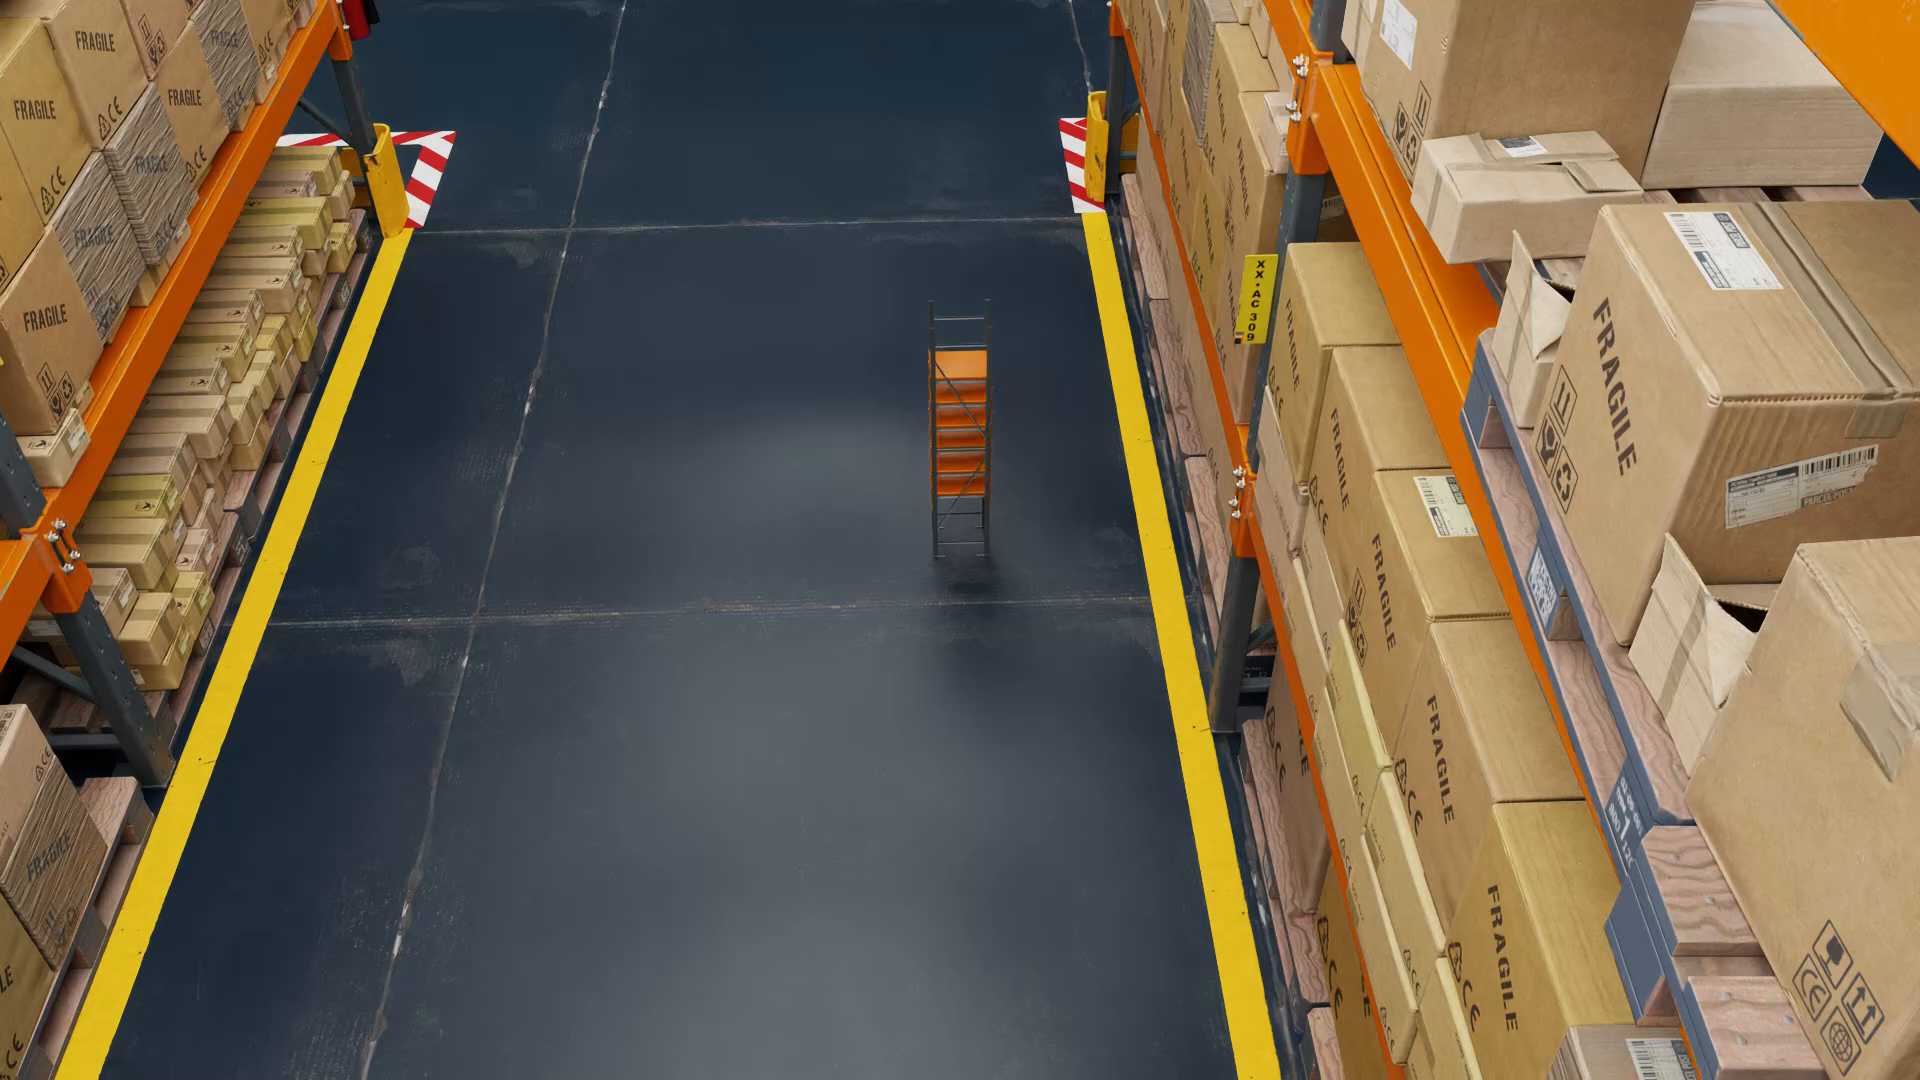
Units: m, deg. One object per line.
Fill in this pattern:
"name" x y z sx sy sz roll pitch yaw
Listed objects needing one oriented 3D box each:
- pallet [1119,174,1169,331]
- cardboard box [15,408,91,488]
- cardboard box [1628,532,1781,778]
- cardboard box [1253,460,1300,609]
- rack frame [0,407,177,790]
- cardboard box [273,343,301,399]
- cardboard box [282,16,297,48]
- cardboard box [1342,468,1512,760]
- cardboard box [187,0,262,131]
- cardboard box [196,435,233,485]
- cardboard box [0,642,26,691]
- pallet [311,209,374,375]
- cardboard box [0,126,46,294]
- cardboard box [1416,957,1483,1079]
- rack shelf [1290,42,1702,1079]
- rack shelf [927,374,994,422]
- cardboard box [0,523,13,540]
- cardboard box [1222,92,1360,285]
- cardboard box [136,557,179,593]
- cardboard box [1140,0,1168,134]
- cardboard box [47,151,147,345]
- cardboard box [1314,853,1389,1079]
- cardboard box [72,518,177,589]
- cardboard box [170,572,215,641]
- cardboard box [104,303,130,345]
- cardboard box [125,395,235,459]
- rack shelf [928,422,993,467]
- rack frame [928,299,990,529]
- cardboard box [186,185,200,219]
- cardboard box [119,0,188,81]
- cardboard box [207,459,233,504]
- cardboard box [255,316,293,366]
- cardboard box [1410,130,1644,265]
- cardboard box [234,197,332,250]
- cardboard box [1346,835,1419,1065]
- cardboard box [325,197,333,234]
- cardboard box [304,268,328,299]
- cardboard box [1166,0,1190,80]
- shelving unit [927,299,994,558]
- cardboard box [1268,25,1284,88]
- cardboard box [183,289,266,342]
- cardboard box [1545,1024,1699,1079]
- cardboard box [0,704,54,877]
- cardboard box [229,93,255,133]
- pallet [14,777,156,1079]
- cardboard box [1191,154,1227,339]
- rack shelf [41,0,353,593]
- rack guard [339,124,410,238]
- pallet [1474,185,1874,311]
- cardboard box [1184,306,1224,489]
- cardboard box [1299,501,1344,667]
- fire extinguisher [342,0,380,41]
"pallet" 1.411 -1.544 8.779 1.003 0.211 1.213 -2 43 -2
"cardboard box" -3.158 -0.307 5.551 0.380 0.149 0.250 0 43 0
"cardboard box" 1.230 0.160 2.424 0.396 0.266 0.258 -3 43 -3
"cardboard box" 1.223 -0.050 5.195 0.500 0.250 0.500 -3 43 -3
"rack frame" -3.473 -0.199 5.248 1.000 3.000 0.127 -2 43 -2
"cardboard box" -3.286 -0.781 7.681 0.380 0.149 0.250 -1 43 -1
"cardboard box" -3.374 -2.426 7.863 0.380 0.149 0.250 -2 43 -2
"cardboard box" 1.268 0.172 4.029 0.500 0.500 0.500 -3 43 -3
"cardboard box" -3.319 -2.060 6.984 0.500 0.500 0.500 -2 43 -2
"cardboard box" -3.312 -0.367 7.010 0.380 0.149 0.250 0 43 0
"cardboard box" -3.830 0.442 6.347 0.380 0.149 0.250 -1 43 -1
"pallet" -3.641 -1.271 8.480 1.003 0.211 1.213 -2 43 -2
"cardboard box" -3.249 -1.026 5.115 0.500 0.500 0.500 -1 43 -1
"cardboard box" 1.296 1.151 3.515 0.500 0.250 0.500 -3 43 -3
"rack shelf" 1.553 0.100 3.234 1.077 0.370 4.000 -2 43 -2
"rack shelf" 0.001 -0.577 6.702 0.258 0.103 0.180 -2 43 -2
"cardboard box" -3.799 0.073 6.309 0.380 0.149 0.250 -1 43 -1
"cardboard box" 1.172 -1.126 5.444 0.500 0.500 0.500 -2 43 -2
"cardboard box" -3.269 0.165 6.429 0.380 0.149 0.250 -1 43 -1
"cardboard box" 1.085 -2.130 7.280 0.500 0.500 0.500 -2 43 -2
"cardboard box" -3.270 -1.021 5.850 0.500 0.500 0.500 -2 43 -2
"cardboard box" 1.621 1.245 4.934 0.875 0.875 0.875 -1 43 -1
"cardboard box" -3.233 0.051 6.333 0.380 0.149 0.250 0 43 0
"cardboard box" -3.179 0.262 6.543 0.380 0.149 0.250 0 43 -1
"cardboard box" -3.313 -0.842 6.134 0.380 0.149 0.250 -3 43 -4
"cardboard box" -3.256 -0.468 6.899 0.380 0.149 0.250 -1 43 -1
"rack shelf" 0.001 -0.400 6.864 0.258 0.103 0.180 -2 43 -2
"rack frame" -0.003 -0.494 6.901 0.240 1.200 0.006 -2 43 -2
"cardboard box" -3.320 -1.375 6.716 0.380 0.149 0.250 0 43 0
"cardboard box" -3.297 -2.063 6.247 0.500 0.500 0.500 -3 43 -3
"cardboard box" -3.348 -0.255 7.107 0.380 0.149 0.250 -3 43 -4
"cardboard box" -3.284 -0.892 7.582 0.380 0.149 0.250 0 43 0
"cardboard box" 1.172 -0.720 3.458 0.380 0.166 0.250 -4 43 -5
"cardboard box" -3.276 -1.530 8.058 0.380 0.149 0.250 -3 43 -3
"cardboard box" 1.265 0.984 4.068 0.500 0.250 0.500 -2 43 -2
"cardboard box" -3.378 -1.587 8.341 0.380 0.149 0.250 -3 43 -3
"cardboard box" -3.375 -1.303 8.250 0.380 0.149 0.250 -2 43 -2
"cardboard box" 1.115 -2.151 6.562 0.500 0.500 0.500 -1 43 -2
"shelving unit" 0.001 -0.433 6.834 0.258 1.200 0.189 -2 43 -2
"cardboard box" 1.234 -1.603 5.485 0.380 0.149 0.250 -2 43 -2
"cardboard box" -3.361 -0.993 7.472 0.380 0.149 0.250 -3 43 -3
"cardboard box" 1.325 1.198 2.910 0.500 0.500 0.500 -1 43 -1
"cardboard box" -3.189 0.786 5.156 0.500 0.250 0.500 -3 43 -3
"cardboard box" -3.332 -1.907 7.296 0.380 0.149 0.250 -3 43 -4
"pallet" -3.438 1.354 5.616 1.003 0.211 1.213 -2 43 -2
"cardboard box" 1.166 -1.099 6.156 0.500 0.500 0.500 -3 43 -3
"rack shelf" -3.558 -1.284 6.964 1.077 0.370 4.000 -2 43 -2
"rack guard" -3.640 -1.927 8.982 1.175 0.500 0.348 -2 43 -2
"pallet" 1.556 -0.827 3.854 0.805 0.209 1.217 -3 43 -4
"cardboard box" 1.510 -0.651 7.326 0.875 0.438 0.875 -3 43 -3
"cardboard box" 1.255 0.118 4.643 0.500 0.250 0.500 -1 43 -1
"fire extinguisher" -3.192 -2.917 8.546 0.296 0.674 0.183 -2 43 -2
